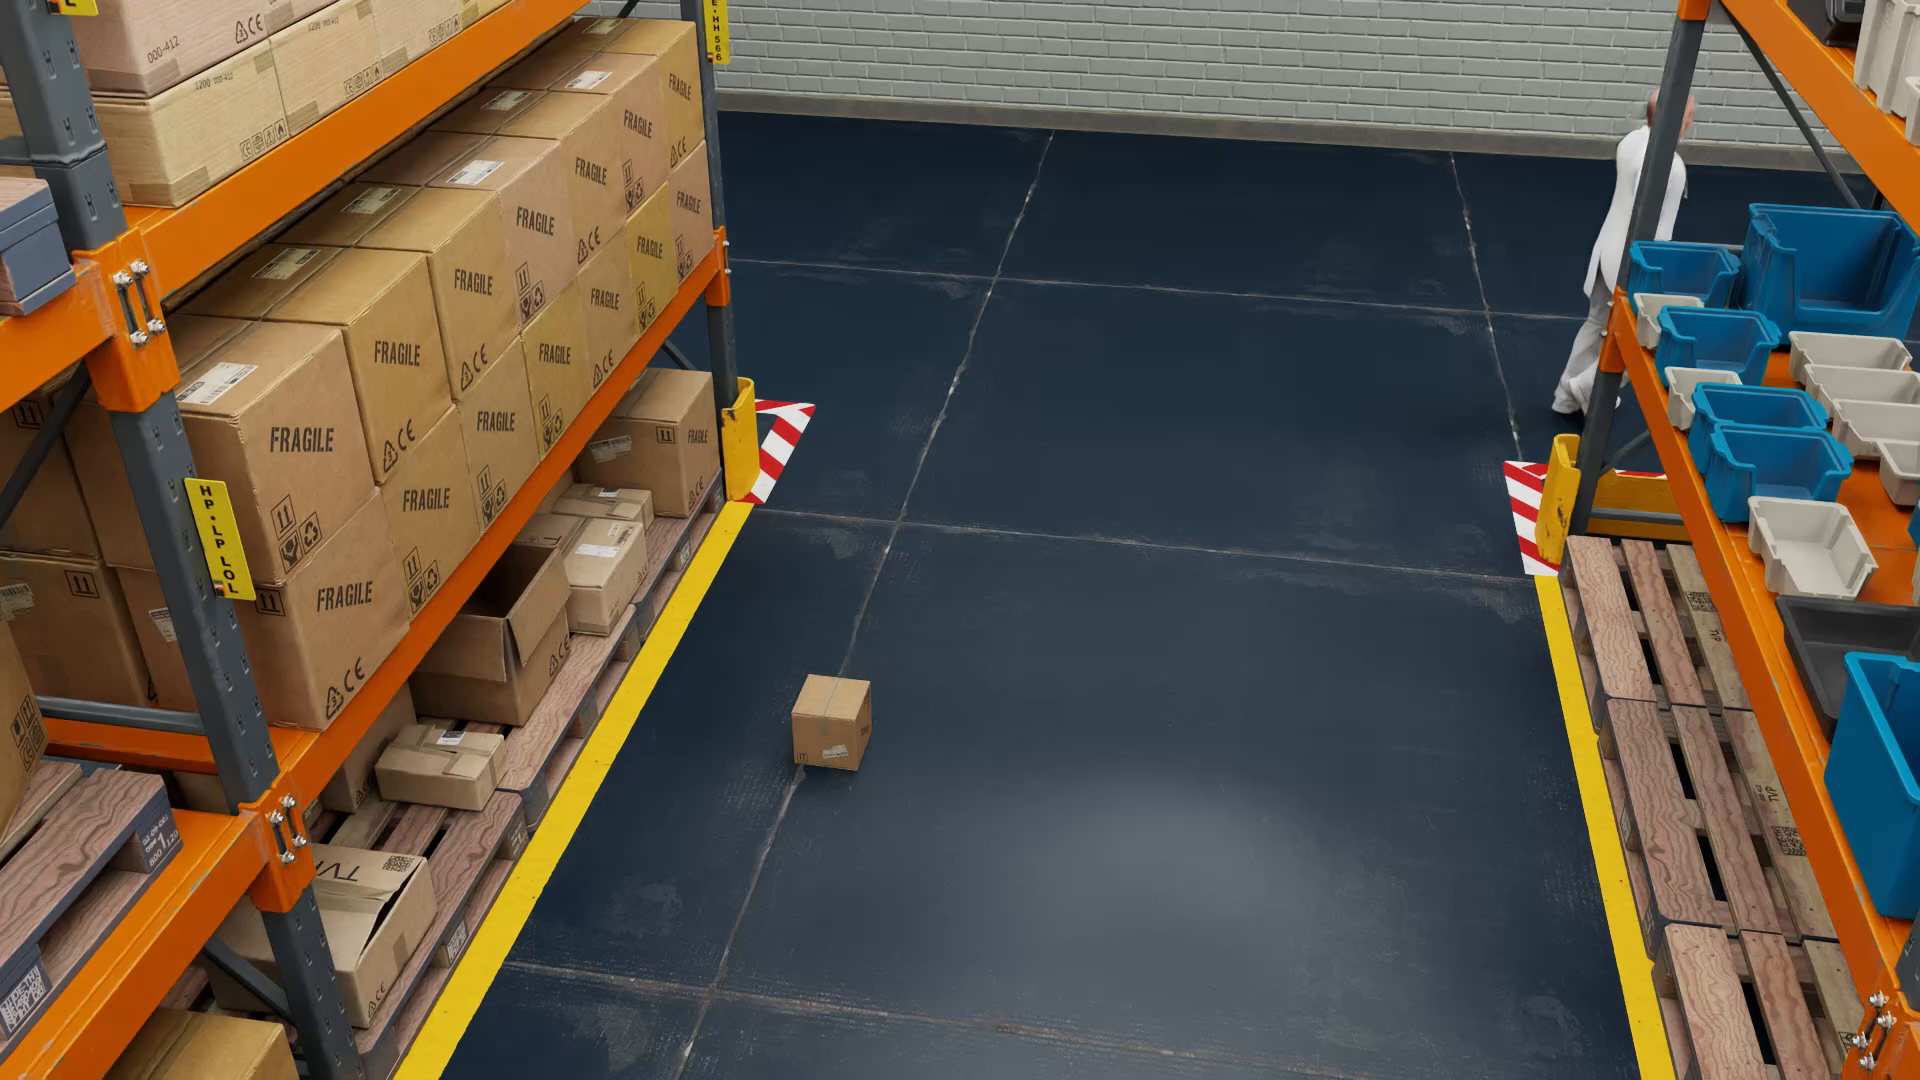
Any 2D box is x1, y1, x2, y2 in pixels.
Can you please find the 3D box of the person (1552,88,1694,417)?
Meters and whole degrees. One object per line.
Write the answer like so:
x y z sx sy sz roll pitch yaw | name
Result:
3.393 -1.386 8.351 0.491 1.805 0.637 1 32 1 | person
